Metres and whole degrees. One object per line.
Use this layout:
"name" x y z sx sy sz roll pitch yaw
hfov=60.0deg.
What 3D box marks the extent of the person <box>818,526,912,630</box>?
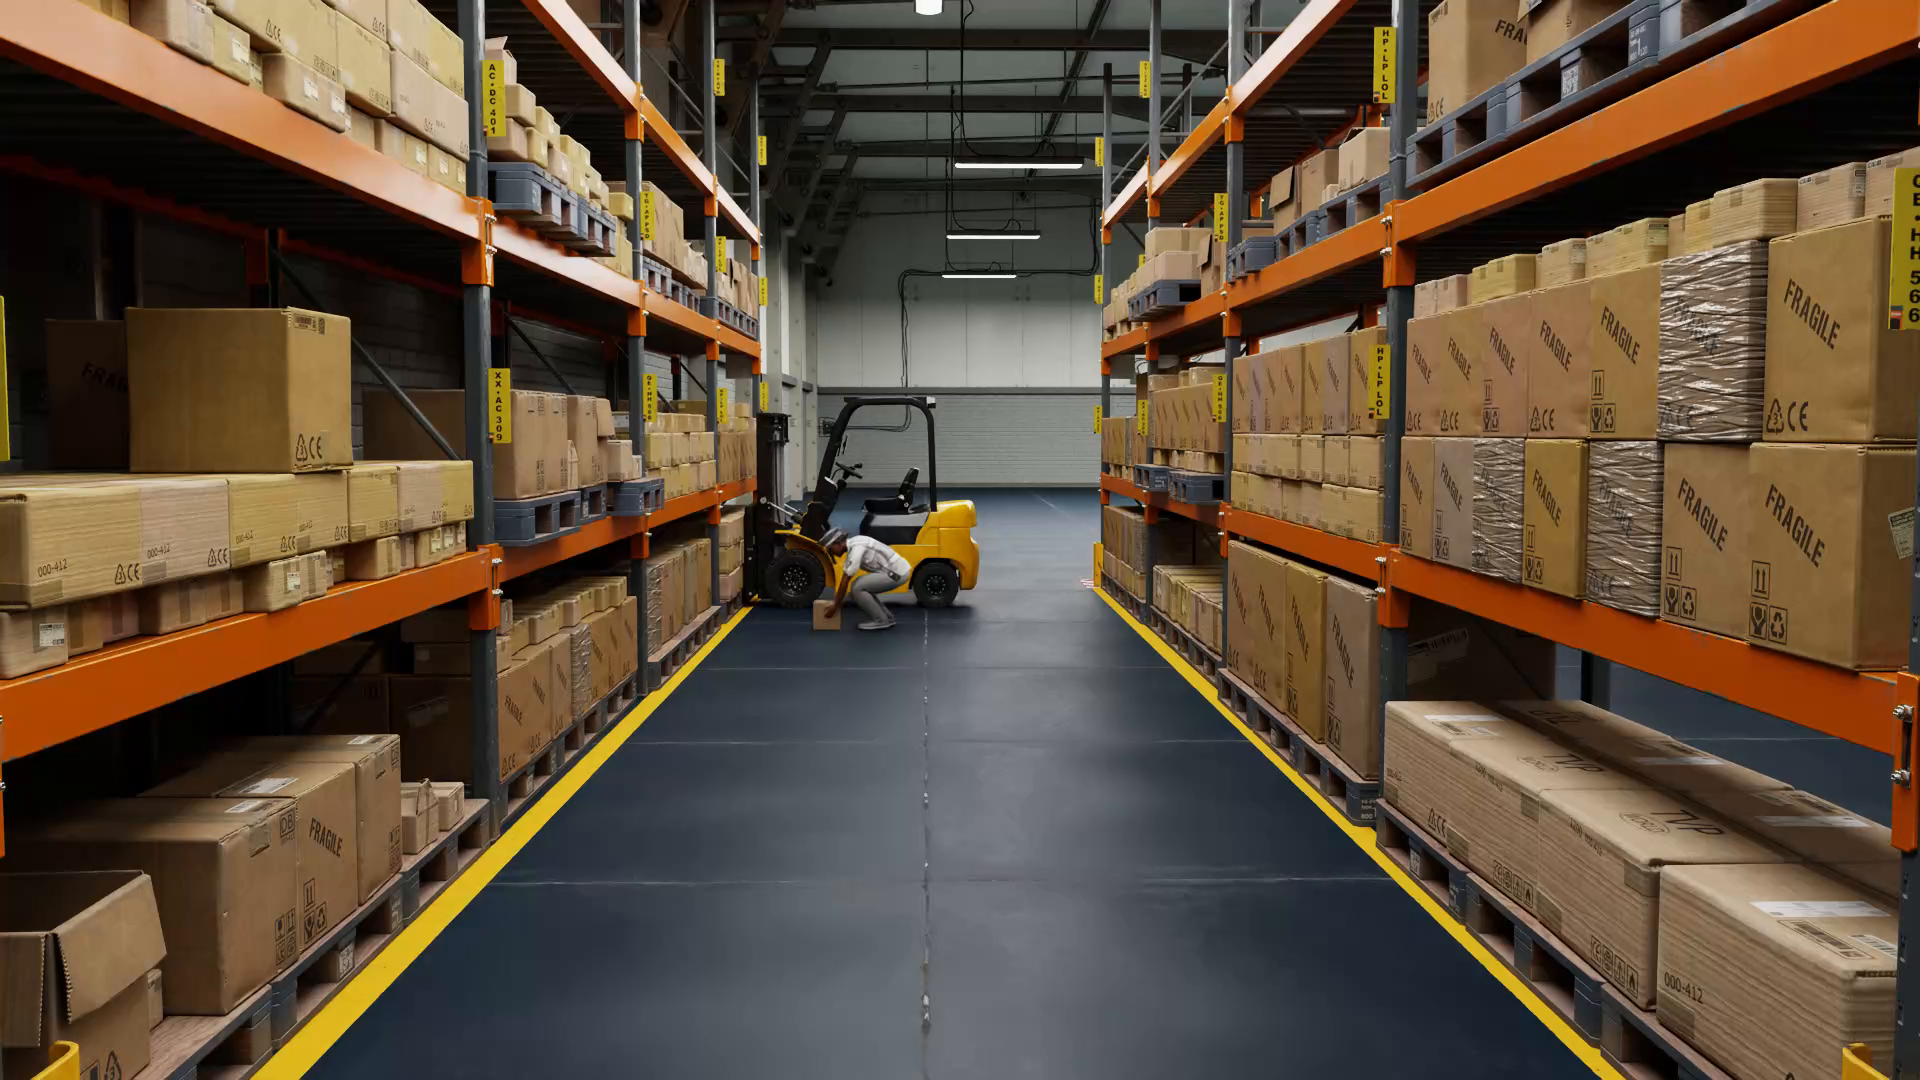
"person" -0.870 0.345 15.248 0.859 0.948 0.484 0 4 -2
